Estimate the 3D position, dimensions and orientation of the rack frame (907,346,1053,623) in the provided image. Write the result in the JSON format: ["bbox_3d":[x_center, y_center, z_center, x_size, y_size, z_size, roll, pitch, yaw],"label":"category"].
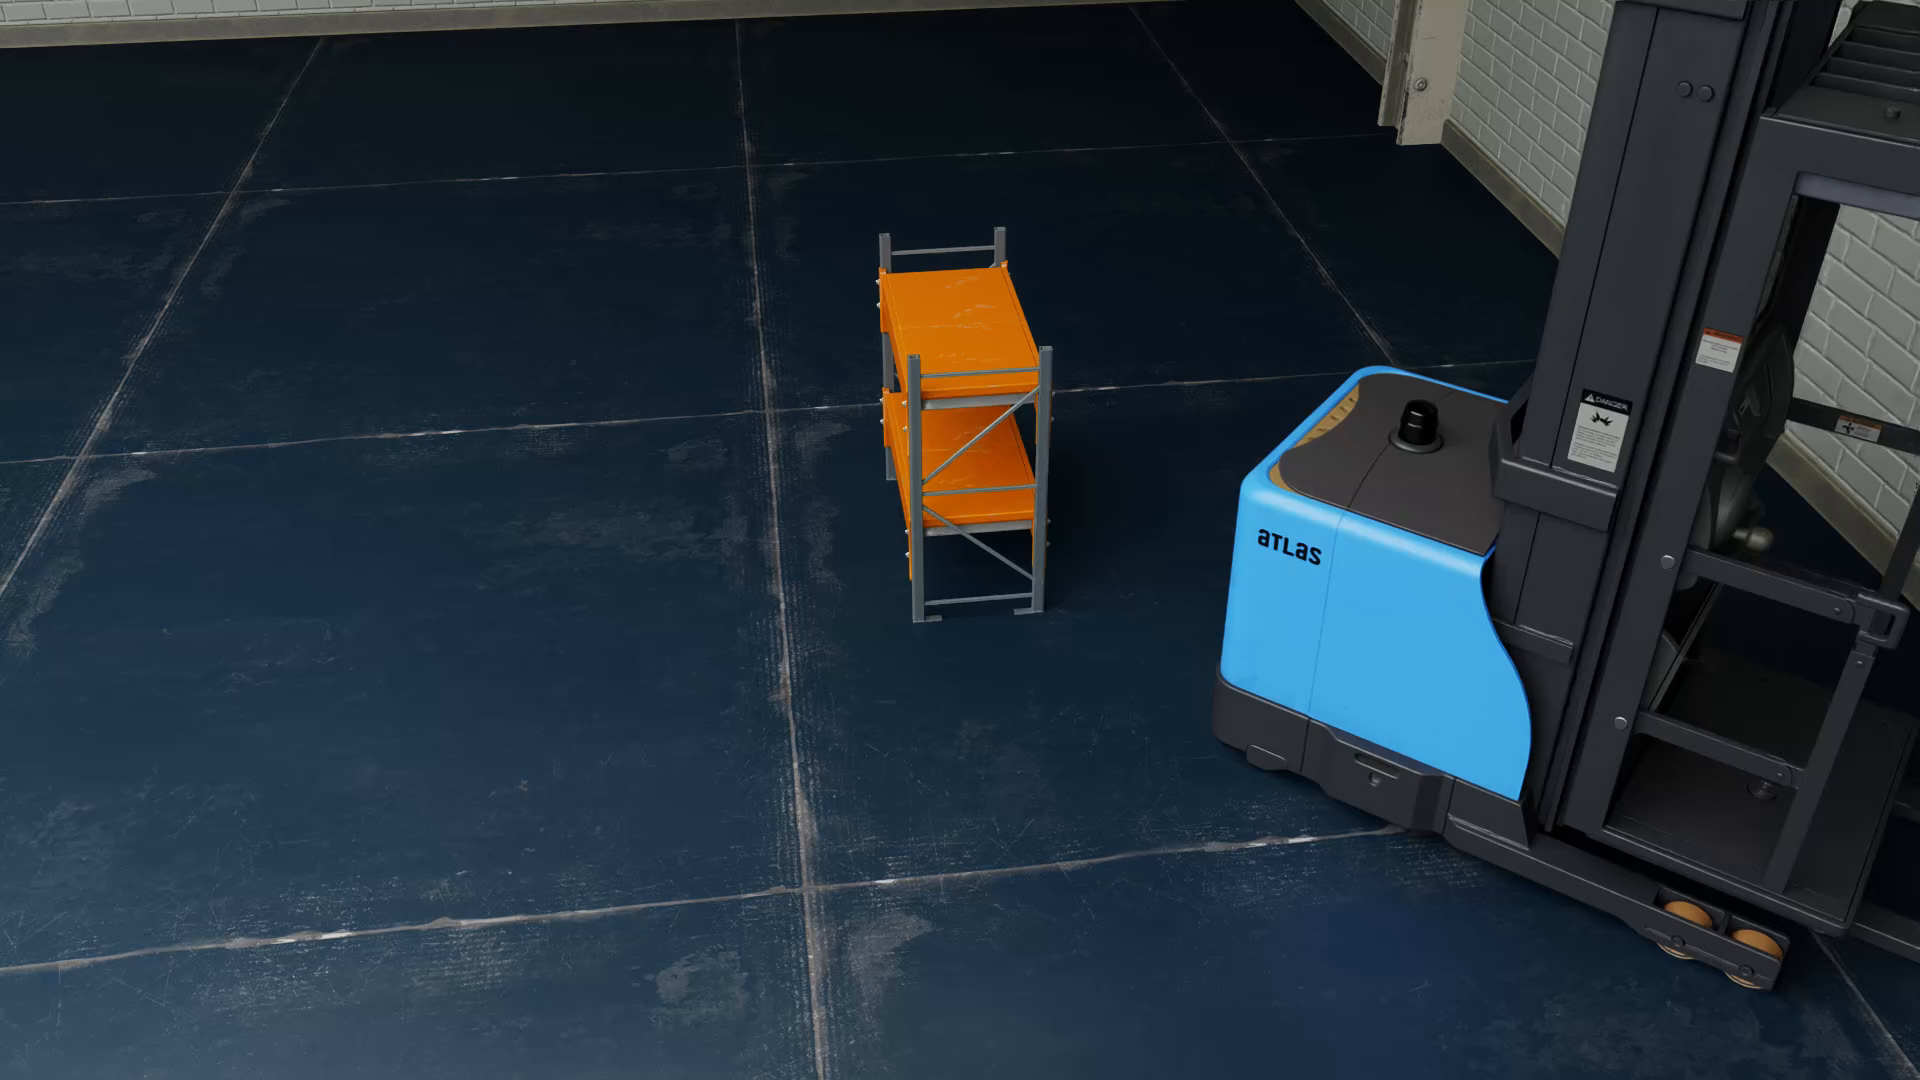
[{"bbox_3d":[0.069,-0.177,6.011,0.500,1.125,0.032,-4,35,-6],"label":"rack frame"}]

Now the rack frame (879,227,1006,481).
[{"bbox_3d":[-0.067,-0.745,6.844,0.500,1.125,0.032,-4,35,-6],"label":"rack frame"}]

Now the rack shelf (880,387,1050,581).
[{"bbox_3d":[0.001,-0.259,6.565,0.538,0.278,1.000,-4,35,-6],"label":"rack shelf"}]

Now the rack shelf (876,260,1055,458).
[{"bbox_3d":[0.001,-0.703,6.263,0.538,0.278,1.000,-4,35,-6],"label":"rack shelf"}]

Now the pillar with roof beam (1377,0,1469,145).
[{"bbox_3d":[-1.407,-5.973,7.524,9.100,9.000,0.400,-4,35,-6],"label":"pillar with roof beam"}]

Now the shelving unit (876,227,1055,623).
[{"bbox_3d":[0.001,-0.461,6.428,0.538,1.125,1.048,-4,35,-6],"label":"shelving unit"}]

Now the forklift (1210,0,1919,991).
[{"bbox_3d":[2.354,-0.252,4.517,3.031,2.935,1.130,21,40,28],"label":"forklift"}]
